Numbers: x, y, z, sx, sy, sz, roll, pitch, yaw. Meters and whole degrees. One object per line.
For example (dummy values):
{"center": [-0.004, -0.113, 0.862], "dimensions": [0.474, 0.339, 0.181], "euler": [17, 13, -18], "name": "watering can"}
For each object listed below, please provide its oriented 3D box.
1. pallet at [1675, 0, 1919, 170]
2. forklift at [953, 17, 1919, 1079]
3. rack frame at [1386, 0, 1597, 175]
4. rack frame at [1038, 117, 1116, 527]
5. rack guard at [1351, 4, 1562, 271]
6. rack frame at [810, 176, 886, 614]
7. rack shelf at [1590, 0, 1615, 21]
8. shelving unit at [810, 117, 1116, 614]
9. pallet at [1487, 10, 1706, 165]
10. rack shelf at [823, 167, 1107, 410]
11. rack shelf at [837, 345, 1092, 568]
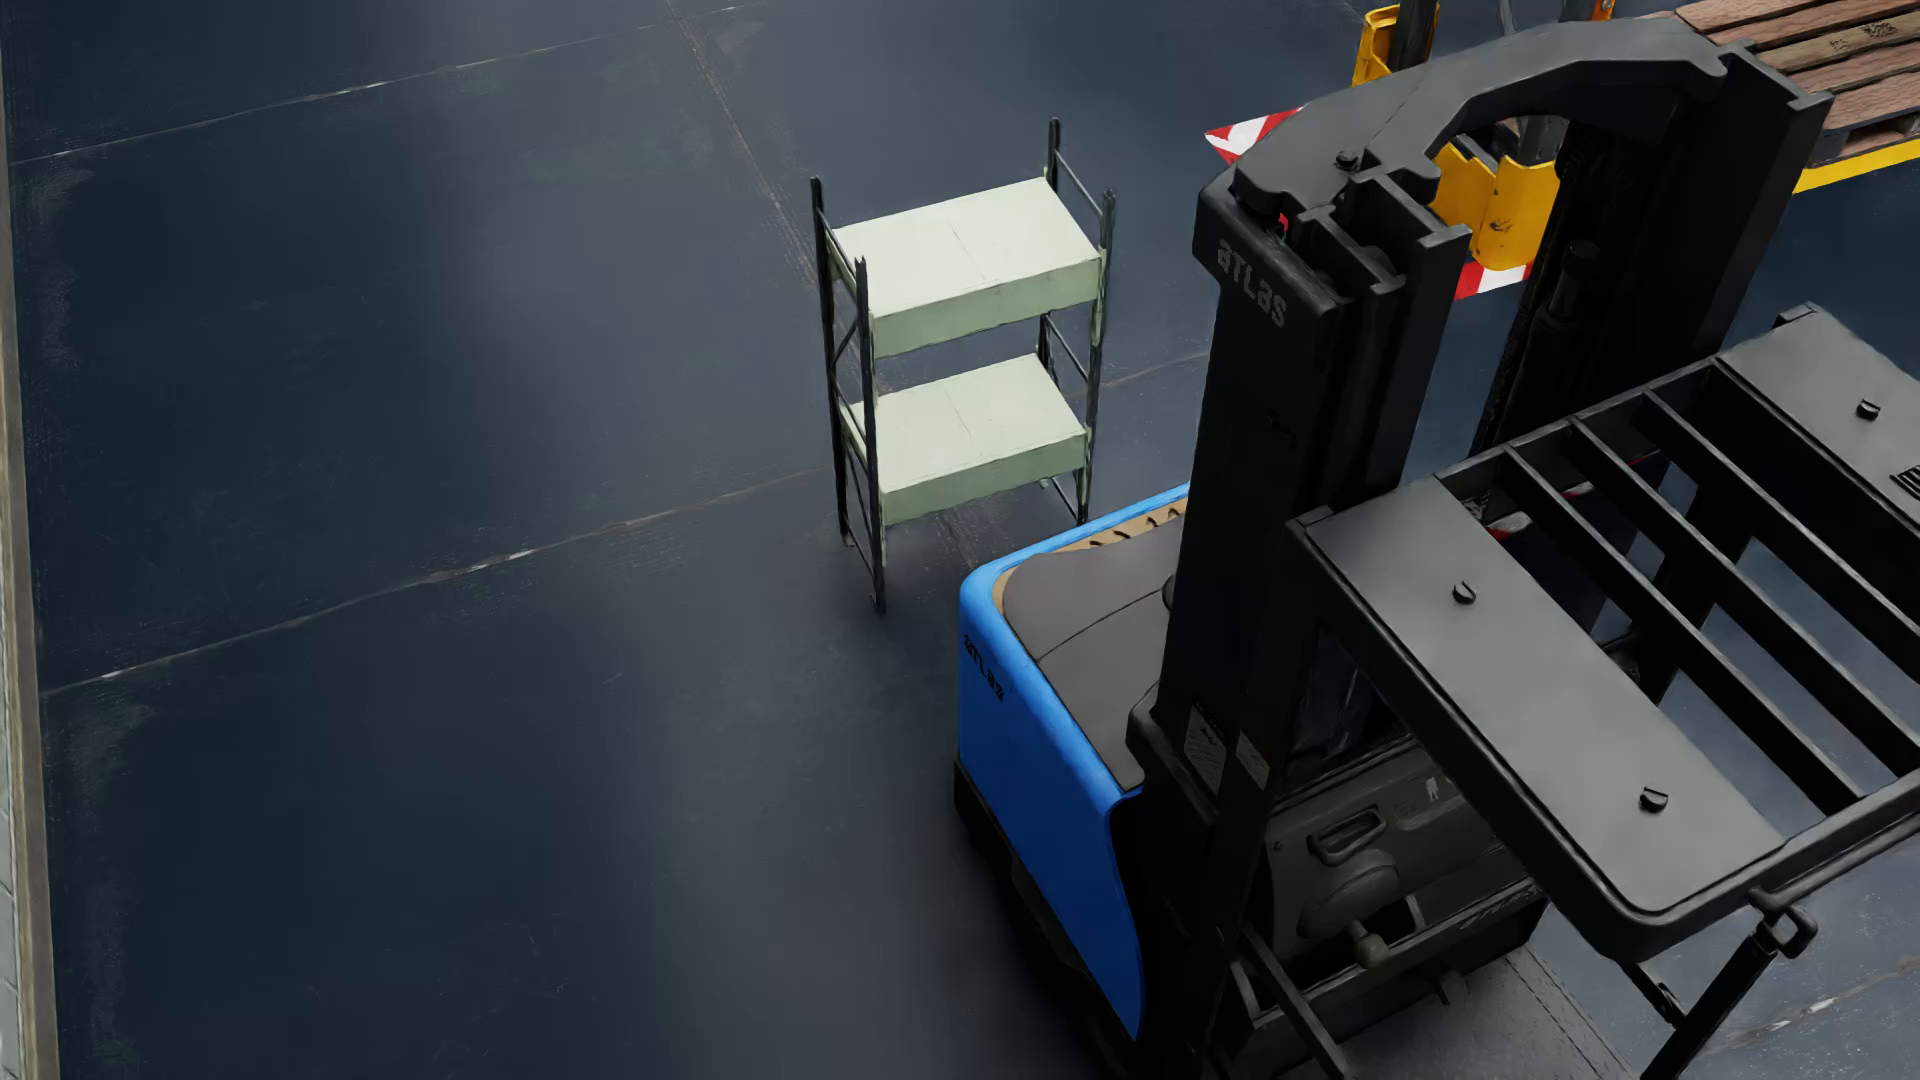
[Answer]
{"center": [3.983, -2.166, 7.471], "dimensions": [1.213, 0.211, 1.003], "euler": [-17, 52, -14], "name": "pallet"}
{"center": [1.109, 0.657, 3.253], "dimensions": [1.130, 2.935, 3.031], "euler": [-22, 53, -18], "name": "forklift"}
{"center": [2.078, -2.518, 5.935], "dimensions": [0.127, 3.000, 1.000], "euler": [-17, 52, -14], "name": "rack frame"}
{"center": [0.345, -0.596, 5.273], "dimensions": [0.023, 1.500, 0.400], "euler": [-17, 52, -14], "name": "rack frame"}
{"center": [2.060, -1.687, 6.870], "dimensions": [0.348, 0.500, 1.175], "euler": [-17, 52, -14], "name": "rack guard"}
{"center": [-0.333, -0.386, 5.093], "dimensions": [0.023, 1.500, 0.400], "euler": [-17, 52, -14], "name": "rack frame"}
{"center": [3.929, -2.857, 6.701], "dimensions": [4.000, 0.370, 1.077], "euler": [-17, 52, -14], "name": "rack shelf"}
{"center": [0.006, -0.491, 5.183], "dimensions": [0.755, 1.500, 0.431], "euler": [-17, 52, -14], "name": "shelving unit"}
{"center": [2.856, -1.819, 7.173], "dimensions": [1.213, 0.211, 1.003], "euler": [-17, 52, -14], "name": "pallet"}
{"center": [0.006, -0.745, 4.887], "dimensions": [0.720, 0.370, 0.431], "euler": [-17, 52, -14], "name": "rack shelf"}
{"center": [0.006, -0.278, 5.430], "dimensions": [0.720, 0.370, 0.431], "euler": [-17, 52, -14], "name": "rack shelf"}
